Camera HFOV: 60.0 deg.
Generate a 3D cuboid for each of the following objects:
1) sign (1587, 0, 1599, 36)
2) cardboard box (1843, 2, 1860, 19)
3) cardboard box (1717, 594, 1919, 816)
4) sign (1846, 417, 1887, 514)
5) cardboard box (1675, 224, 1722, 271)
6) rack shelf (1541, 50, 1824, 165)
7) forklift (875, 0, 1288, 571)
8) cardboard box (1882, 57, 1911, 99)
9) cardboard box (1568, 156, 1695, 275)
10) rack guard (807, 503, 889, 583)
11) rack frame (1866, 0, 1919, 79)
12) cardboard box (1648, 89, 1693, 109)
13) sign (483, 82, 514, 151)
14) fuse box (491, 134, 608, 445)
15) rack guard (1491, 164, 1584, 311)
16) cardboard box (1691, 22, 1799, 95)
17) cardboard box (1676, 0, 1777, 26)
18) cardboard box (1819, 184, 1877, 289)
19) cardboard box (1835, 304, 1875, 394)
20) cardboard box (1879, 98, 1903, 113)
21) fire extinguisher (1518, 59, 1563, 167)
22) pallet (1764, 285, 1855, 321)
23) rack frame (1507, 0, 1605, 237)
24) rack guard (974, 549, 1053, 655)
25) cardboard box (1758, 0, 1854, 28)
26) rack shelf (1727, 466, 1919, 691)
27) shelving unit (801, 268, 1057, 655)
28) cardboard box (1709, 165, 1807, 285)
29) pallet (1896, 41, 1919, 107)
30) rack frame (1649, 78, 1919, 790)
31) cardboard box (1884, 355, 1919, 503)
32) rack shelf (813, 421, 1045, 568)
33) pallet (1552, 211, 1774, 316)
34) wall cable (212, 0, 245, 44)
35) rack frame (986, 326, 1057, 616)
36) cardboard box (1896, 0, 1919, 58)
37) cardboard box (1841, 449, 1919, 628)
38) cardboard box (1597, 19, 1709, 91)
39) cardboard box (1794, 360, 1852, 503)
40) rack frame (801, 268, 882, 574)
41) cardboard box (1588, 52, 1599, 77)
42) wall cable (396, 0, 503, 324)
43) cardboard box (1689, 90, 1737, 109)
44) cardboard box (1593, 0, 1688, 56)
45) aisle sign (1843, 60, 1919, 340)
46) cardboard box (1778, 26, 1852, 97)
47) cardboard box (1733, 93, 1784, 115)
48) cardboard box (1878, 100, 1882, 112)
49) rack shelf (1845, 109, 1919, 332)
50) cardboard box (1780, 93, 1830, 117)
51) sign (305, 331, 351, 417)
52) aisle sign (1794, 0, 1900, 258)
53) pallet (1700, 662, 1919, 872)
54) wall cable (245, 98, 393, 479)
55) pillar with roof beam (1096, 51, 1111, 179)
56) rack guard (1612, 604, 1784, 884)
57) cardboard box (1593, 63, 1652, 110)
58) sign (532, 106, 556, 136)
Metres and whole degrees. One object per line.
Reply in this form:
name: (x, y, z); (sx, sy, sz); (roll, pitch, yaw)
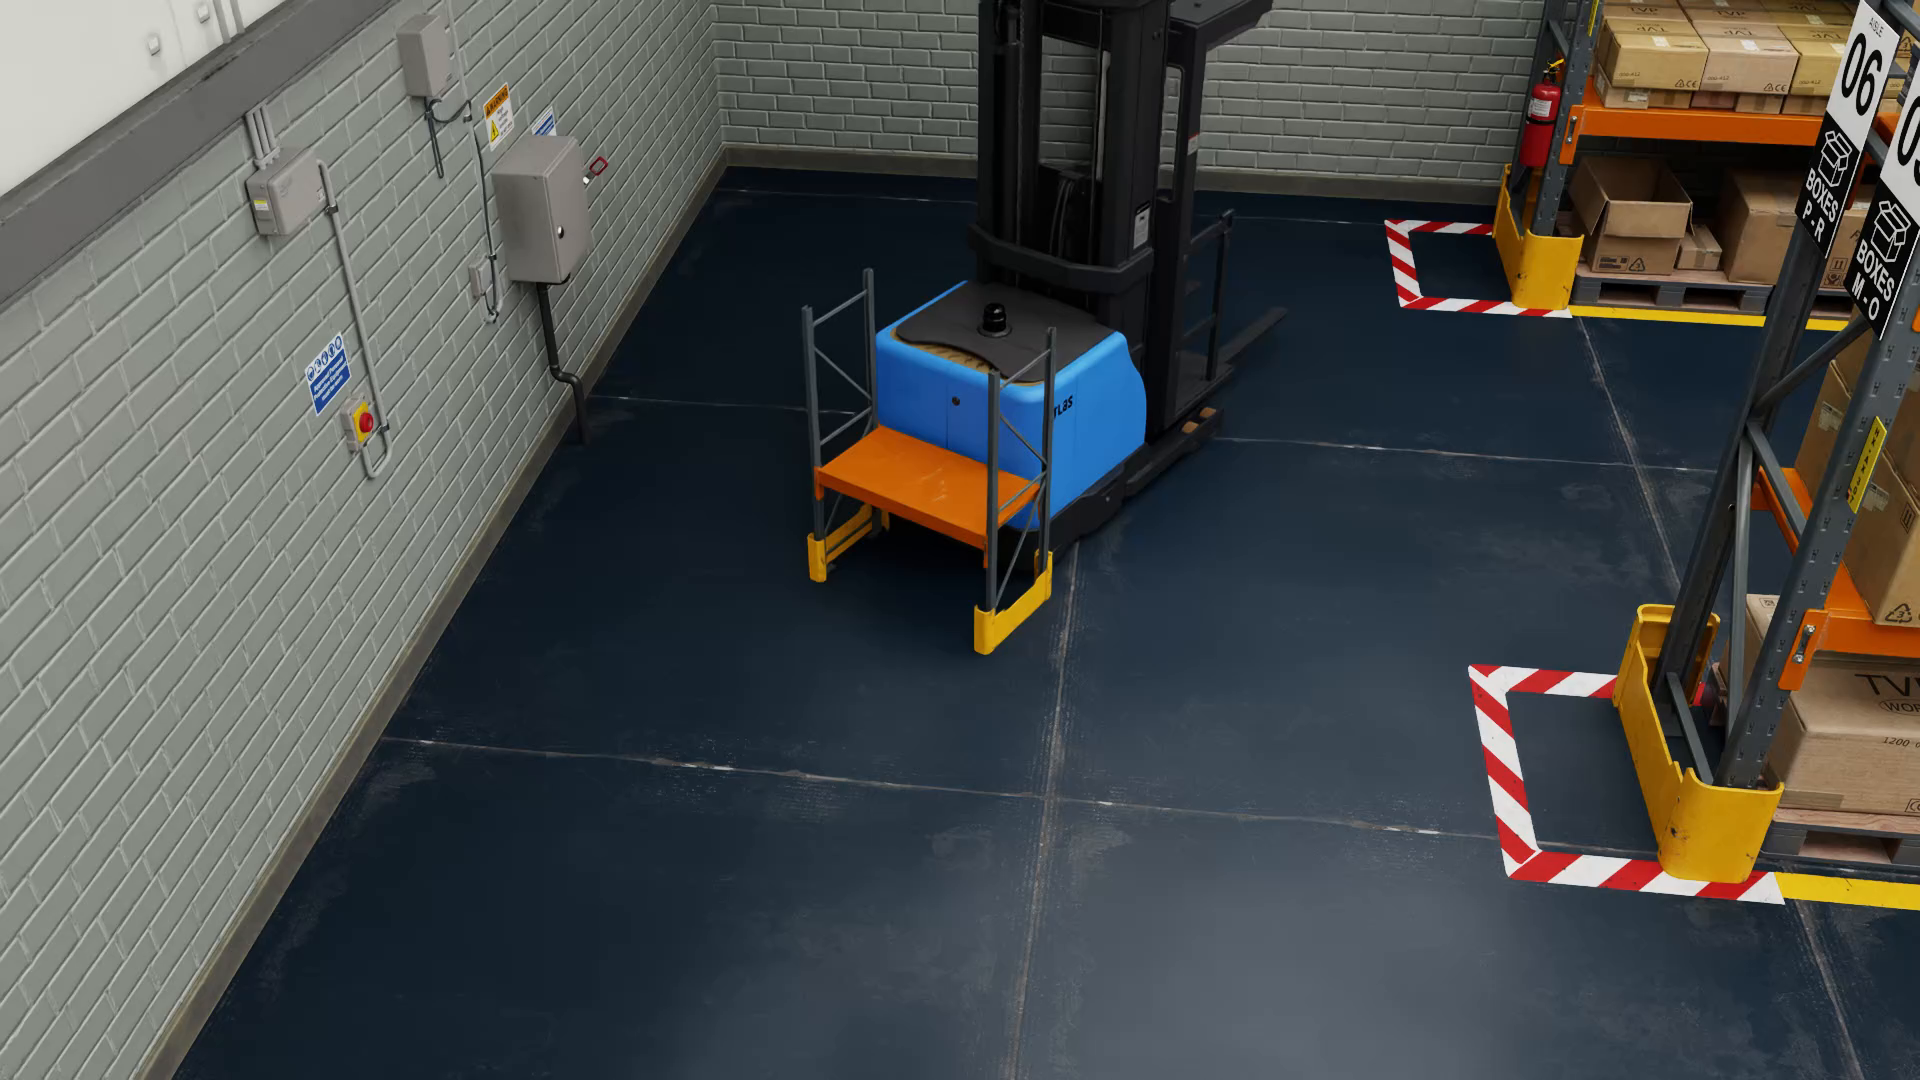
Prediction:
sign: (3.665, -3.084, 9.600); (0.005, 0.325, 0.100); (4, 36, 6)
cardboard box: (5.744, -3.106, 10.250); (0.500, 0.250, 0.500); (4, 36, 6)
cardboard box: (3.772, 0.680, 6.917); (0.875, 0.438, 0.875); (3, 36, 4)
sign: (3.028, -0.249, 5.560); (0.005, 0.325, 0.100); (4, 36, 6)
cardboard box: (4.745, -1.901, 10.781); (0.250, 0.149, 0.380); (3, 36, 4)
rack shelf: (5.717, -2.603, 10.292); (4.000, 0.370, 1.077); (4, 36, 6)
forklift: (0.839, -1.842, 8.665); (1.130, 2.935, 3.031); (24, 42, 29)
cardboard box: (5.662, -2.817, 9.845); (0.500, 0.250, 0.500); (3, 36, 5)
cardboard box: (4.328, -2.099, 10.753); (0.637, 0.503, 0.797); (3, 36, 4)
rack guard: (-0.561, -0.037, 8.443); (0.087, 0.250, 0.587); (22, 41, 28)
rack frame: (3.105, -2.625, 4.539); (0.127, 3.000, 1.000); (4, 36, 6)
cardboard box: (4.283, -2.767, 10.118); (0.250, 0.149, 0.380); (5, 36, 7)
sign: (-2.291, -2.107, 8.266); (0.001, 0.242, 0.339); (4, 36, 6)
fuse box: (-2.079, -1.262, 8.903); (0.414, 1.711, 0.539); (4, 36, 6)
rack guard: (3.809, -2.021, 11.008); (0.348, 0.500, 1.175); (4, 36, 6)
cardboard box: (4.649, -2.878, 9.930); (0.500, 0.250, 0.500); (5, 36, 6)
cardboard box: (4.735, -3.184, 10.359); (0.500, 0.250, 0.500); (4, 36, 6)
cardboard box: (5.683, -1.915, 10.499); (0.500, 0.500, 0.500); (5, 36, 7)
cardboard box: (3.614, -0.733, 6.105); (0.500, 0.500, 0.500); (5, 36, 8)
cardboard box: (5.560, -2.628, 9.923); (0.250, 0.149, 0.380); (5, 36, 7)
fire extinguisher: (3.529, -2.605, 10.063); (0.183, 0.674, 0.296); (4, 36, 6)
pallet: (5.806, -1.753, 10.882); (1.213, 0.211, 1.003); (4, 36, 6)
rack frame: (3.734, -3.044, 10.290); (0.127, 3.000, 1.000); (4, 36, 6)
rack guard: (0.258, 0.292, 7.982); (0.087, 0.250, 0.587); (22, 41, 28)
cardboard box: (5.225, -3.145, 10.304); (0.500, 0.250, 0.500); (5, 36, 7)
rack shelf: (5.089, 0.257, 6.284); (4.000, 0.370, 1.077); (4, 36, 6)
shelving unit: (-0.152, -0.381, 7.850); (1.083, 1.500, 0.587); (22, 41, 28)
cardboard box: (5.171, -2.012, 10.634); (0.500, 0.500, 0.700); (6, 36, 8)
pallet: (3.842, -1.320, 5.368); (1.213, 0.211, 1.003); (4, 36, 6)
rack frame: (3.105, -0.184, 6.282); (0.127, 3.000, 1.000); (4, 36, 6)
cardboard box: (3.545, -0.432, 5.683); (0.500, 0.500, 0.500); (4, 36, 5)
rack shelf: (-0.144, -0.232, 7.950); (1.000, 0.185, 0.538); (22, 41, 28)
pallet: (4.600, -1.845, 11.010); (1.213, 0.211, 1.003); (4, 36, 6)
wall cable: (-2.573, -2.884, 4.902); (0.029, 3.000, 0.463); (4, 36, 6)
rack frame: (0.274, -0.210, 7.610); (0.032, 1.500, 0.500); (22, 41, 28)
cardboard box: (5.637, -3.110, 9.609); (0.500, 0.500, 0.500); (5, 36, 7)
cardboard box: (3.545, -0.023, 5.972); (0.500, 0.500, 0.500); (4, 36, 6)
cardboard box: (4.149, -2.915, 9.982); (0.500, 0.250, 0.500); (4, 36, 6)
cardboard box: (3.617, -0.341, 6.417); (0.500, 0.500, 0.500); (4, 36, 6)
rack frame: (-0.562, -0.546, 8.081); (0.032, 1.500, 0.500); (22, 41, 28)
cardboard box: (4.096, -3.072, 10.545); (0.250, 0.149, 0.380); (4, 36, 5)
wall cable: (-2.322, -1.819, 7.699); (0.122, 1.984, 0.588); (4, 36, 6)
cardboard box: (4.548, -2.768, 10.119); (0.250, 0.149, 0.380); (4, 36, 5)
cardboard box: (4.224, -3.223, 10.414); (0.500, 0.250, 0.500); (5, 36, 7)
aisle sign: (2.997, -1.080, 5.300); (0.004, 0.787, 0.394); (4, 36, 6)
cardboard box: (5.153, -2.842, 9.881); (0.500, 0.250, 0.500); (4, 36, 5)
cardboard box: (4.791, -2.714, 10.043); (0.250, 0.149, 0.380); (5, 36, 7)
cardboard box: (5.296, -2.635, 9.934); (0.250, 0.149, 0.380); (3, 36, 5)
rack shelf: (5.089, -0.964, 5.412); (4.000, 0.370, 1.077); (4, 36, 6)
cardboard box: (5.055, -2.697, 10.020); (0.250, 0.149, 0.380); (5, 36, 7)
sign: (-2.558, -0.674, 6.737); (0.001, 0.218, 0.327); (4, 36, 6)
aisle sign: (3.073, -1.426, 5.785); (0.004, 0.787, 0.394); (4, 36, 6)
pallet: (3.908, 0.966, 7.073); (1.213, 0.211, 1.003); (4, 36, 6)
wall cable: (-2.491, -1.014, 6.544); (0.123, 1.953, 0.585); (4, 36, 6)
pillar with roof beam: (0.626, -3.724, 6.079); (0.400, 9.000, 9.100); (4, 36, 6)
rack guard: (3.081, 0.832, 7.011); (0.348, 0.500, 1.175); (4, 36, 6)
cardboard box: (4.025, -2.759, 10.107); (0.250, 0.149, 0.380); (4, 36, 6)
sign: (-2.221, -2.048, 8.976); (0.001, 0.494, 0.329); (4, 36, 6)
